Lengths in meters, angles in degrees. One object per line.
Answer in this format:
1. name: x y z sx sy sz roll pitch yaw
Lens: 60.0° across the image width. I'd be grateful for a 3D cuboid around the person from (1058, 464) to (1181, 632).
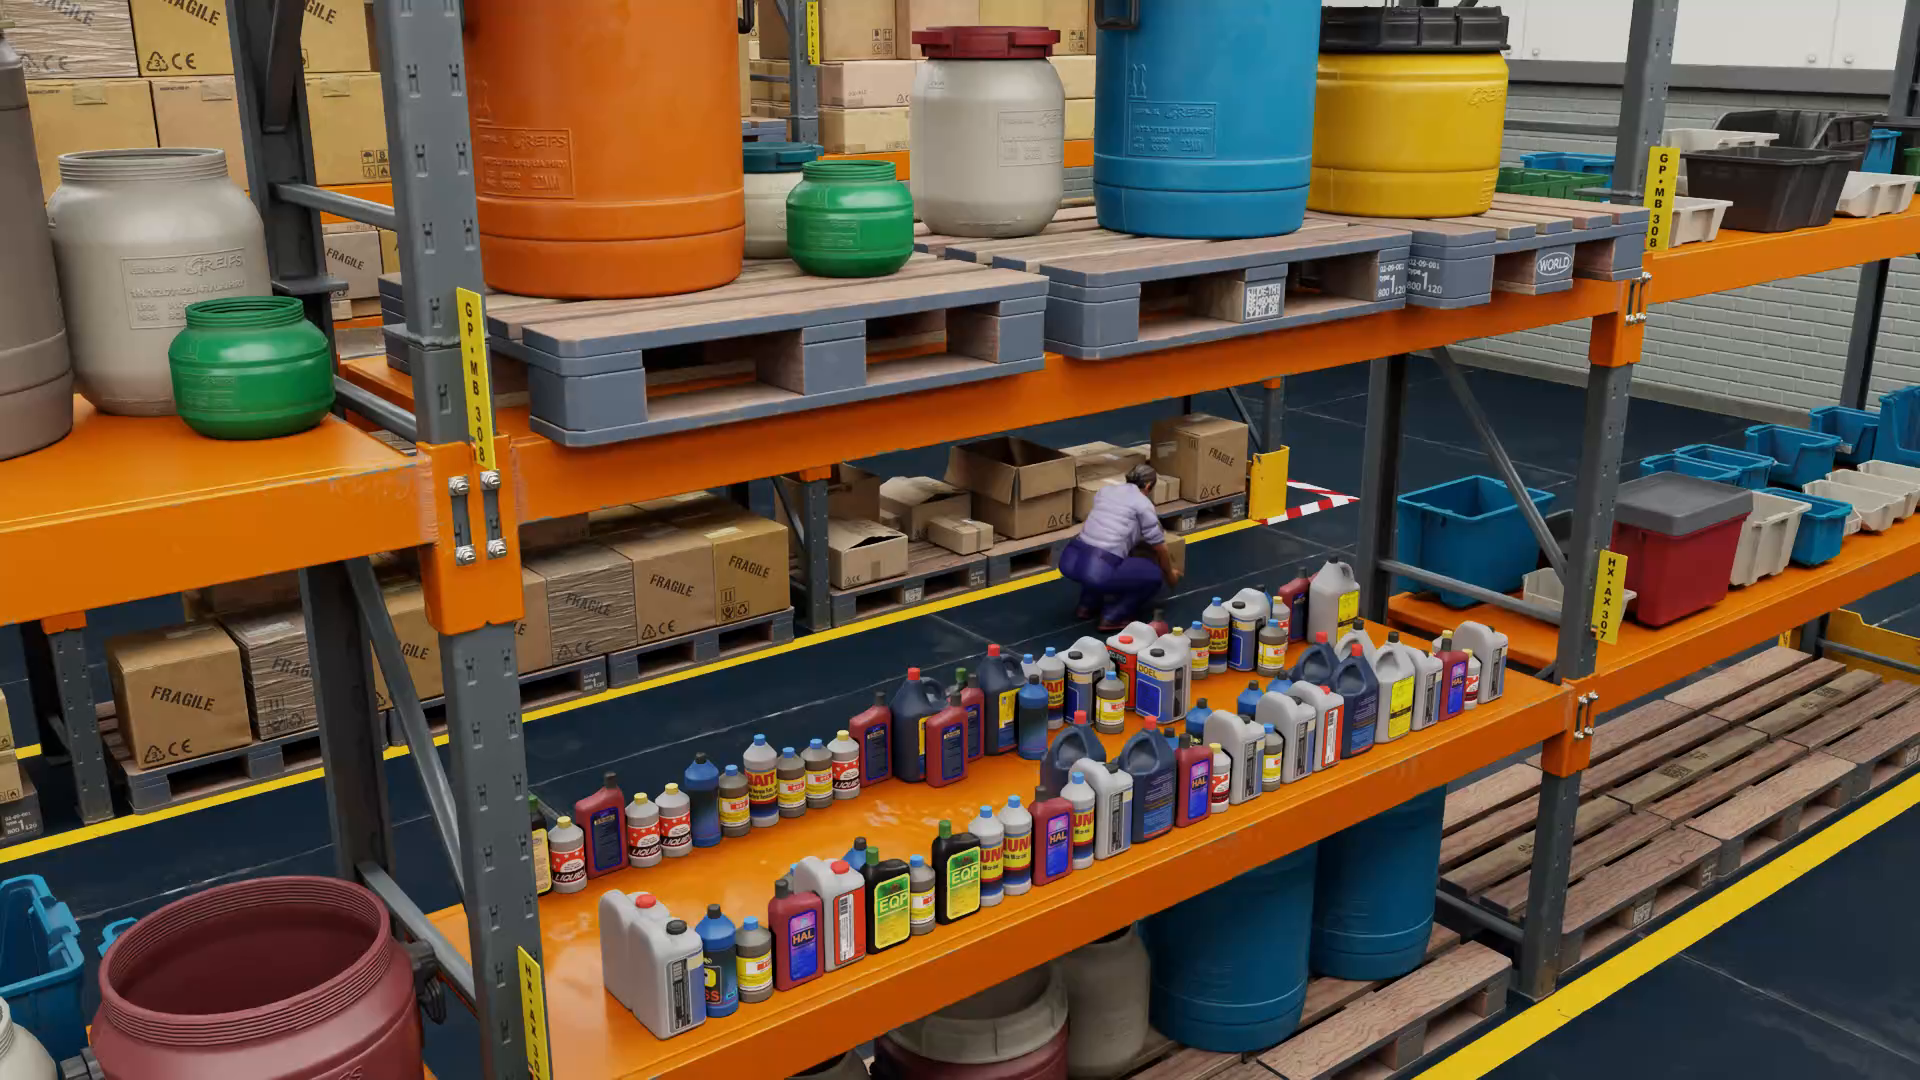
1. person: 0.977 0.044 10.145 0.825 0.928 0.508 -14 23 -37
